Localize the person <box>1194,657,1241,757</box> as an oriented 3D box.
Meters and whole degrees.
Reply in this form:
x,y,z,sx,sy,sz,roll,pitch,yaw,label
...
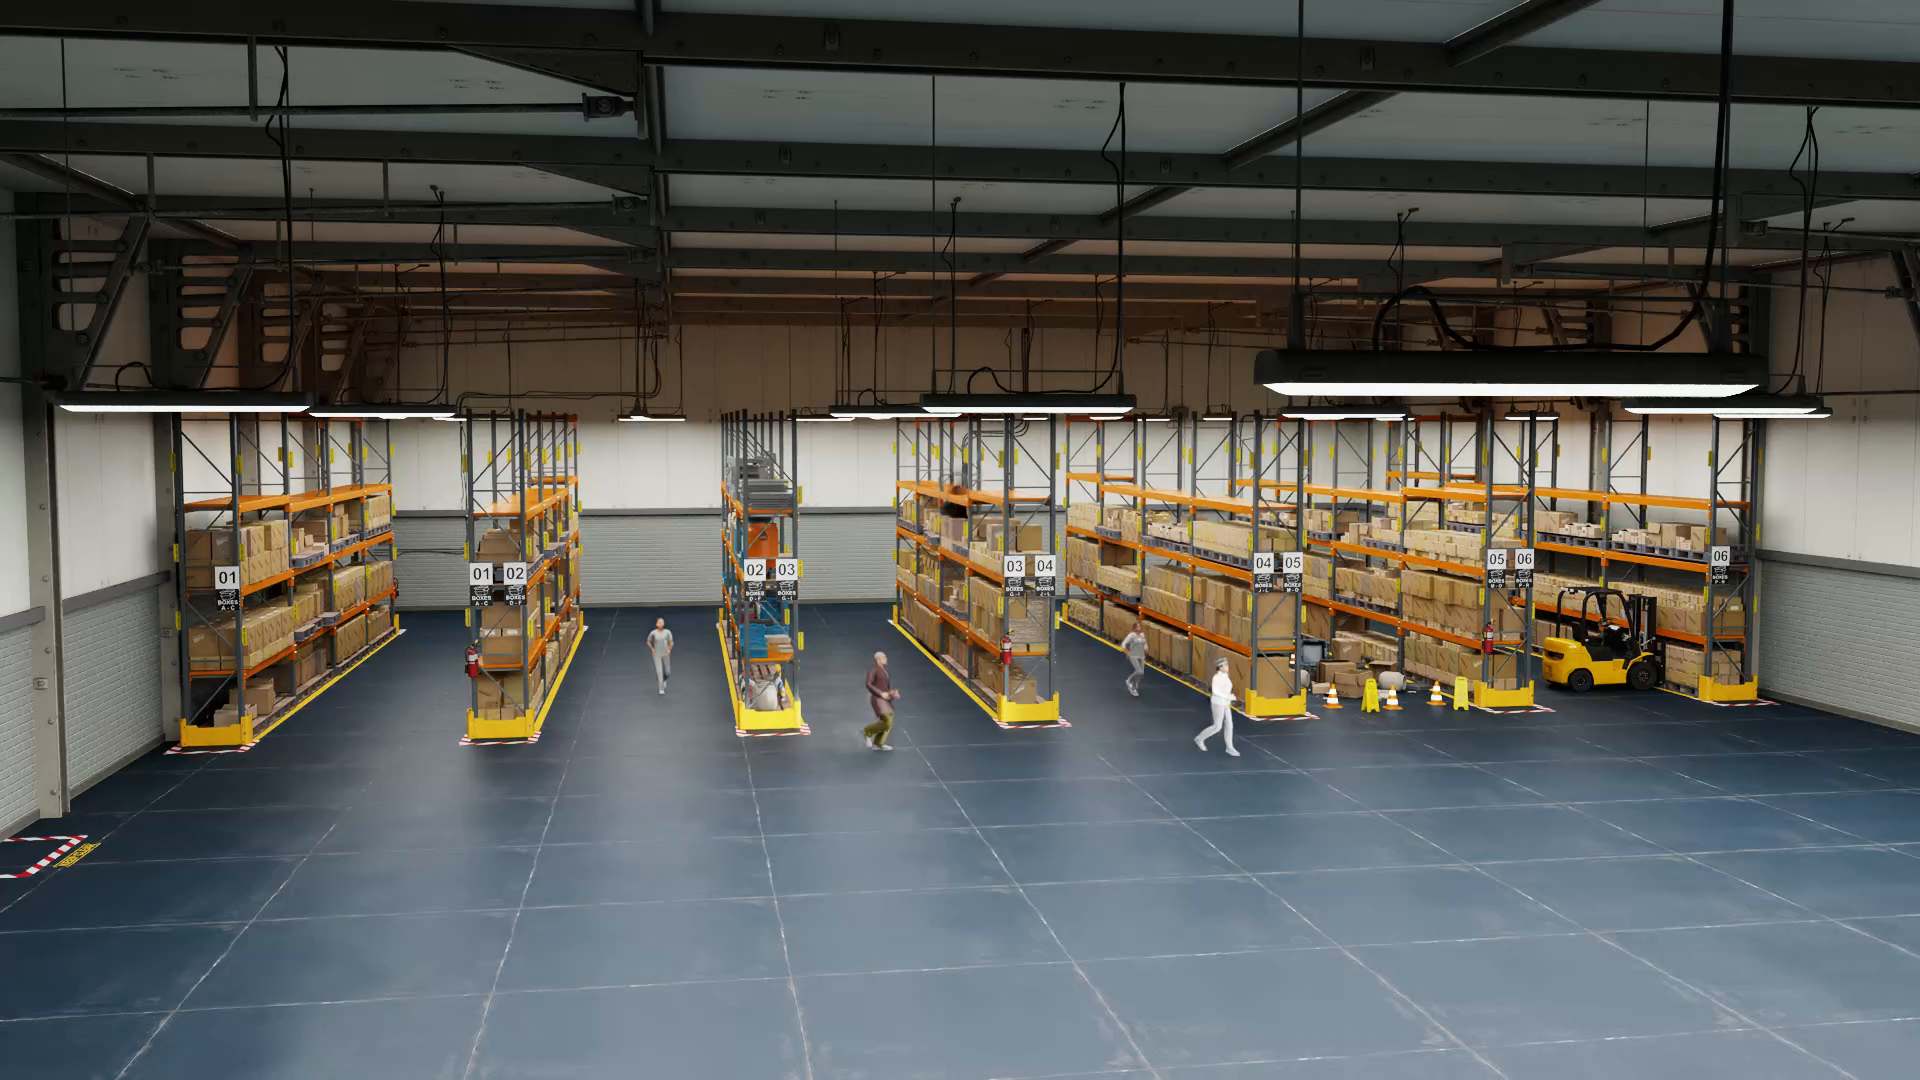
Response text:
x,y,z,sx,sy,sz,roll,pitch,yaw,label
4.484,2.871,28.814,0.815,1.712,0.637,2,5,28,person

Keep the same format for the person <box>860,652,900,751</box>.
x,y,z,sx,sy,sz,roll,pitch,yaw,label
-1.411,2.821,29.127,0.632,1.730,0.694,1,4,15,person

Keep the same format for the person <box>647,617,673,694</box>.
x,y,z,sx,sy,sz,roll,pitch,yaw,label
-6.365,2.446,35.329,0.561,1.618,0.593,-1,4,-18,person

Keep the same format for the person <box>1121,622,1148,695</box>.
x,y,z,sx,sy,sz,roll,pitch,yaw,label
3.739,2.500,34.980,0.522,1.559,0.549,-2,4,-28,person
